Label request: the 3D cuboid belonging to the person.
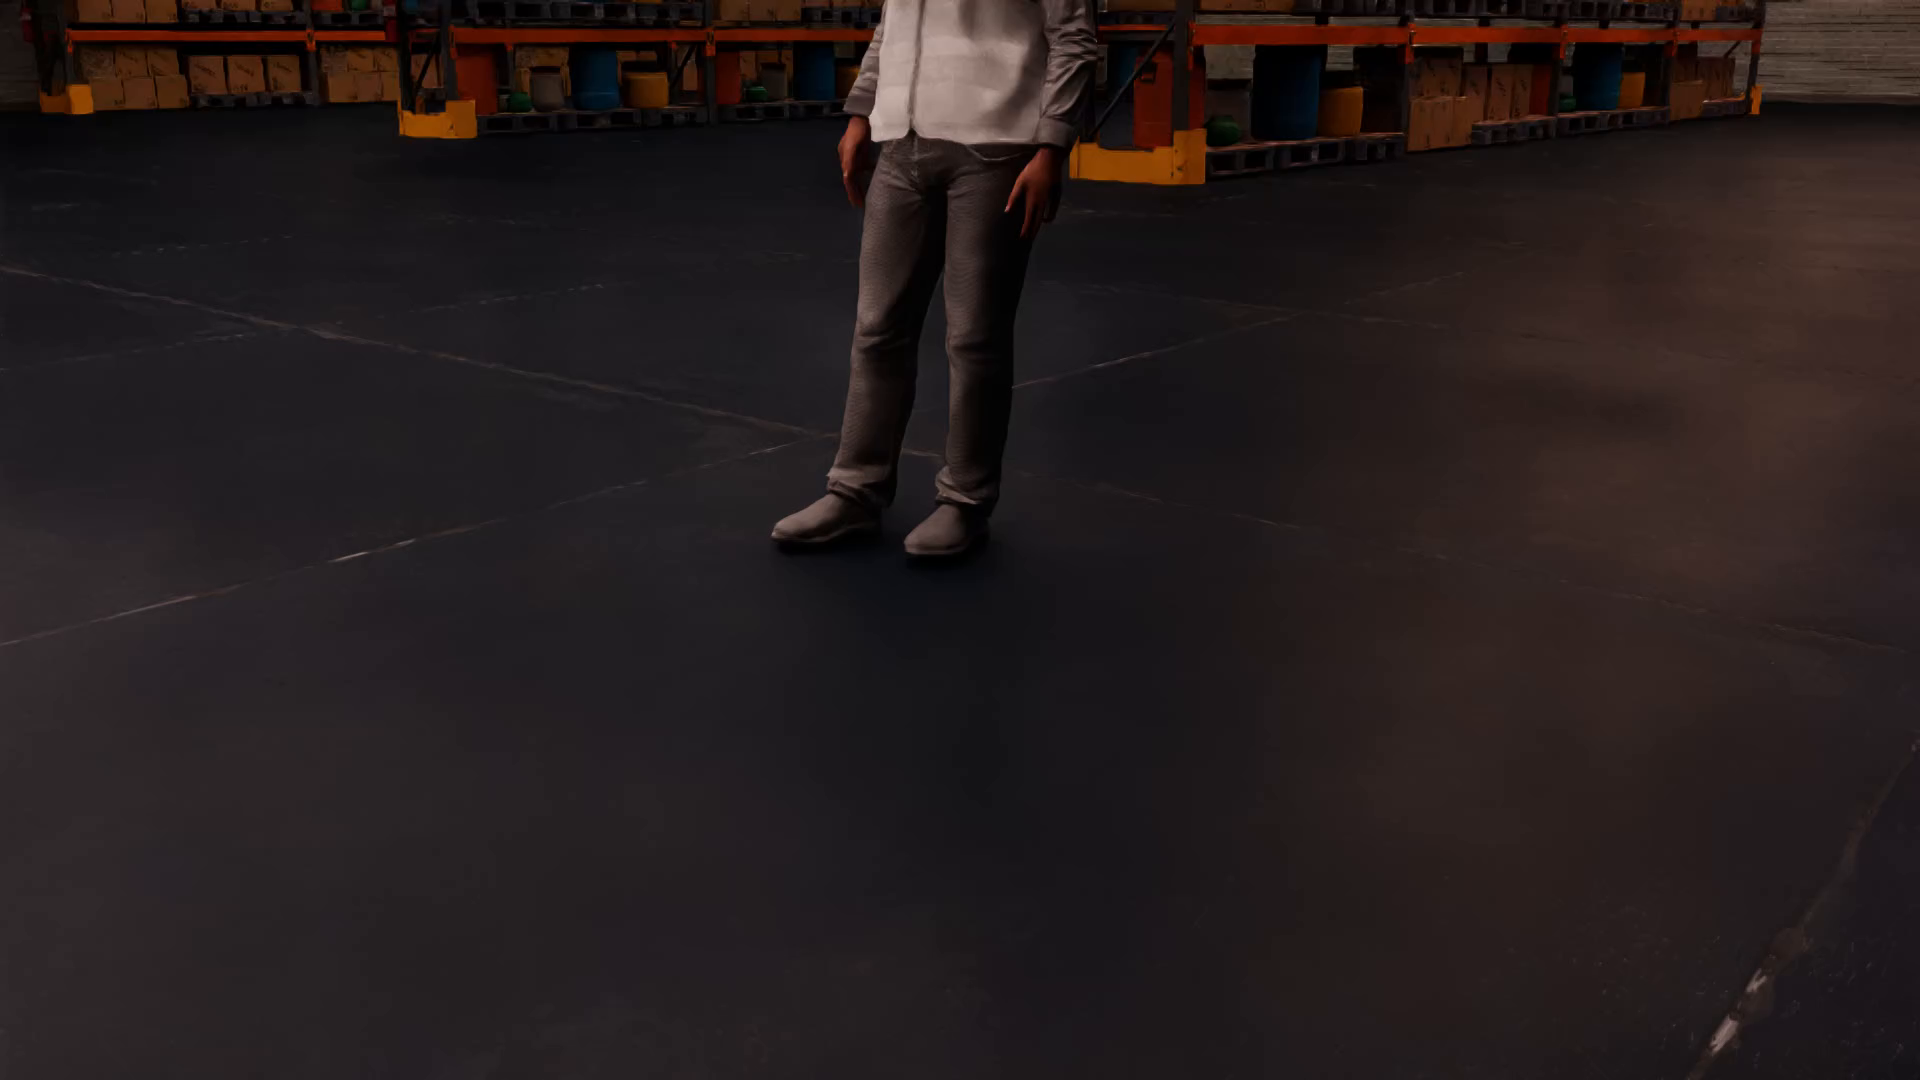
[{"bbox_3d":[-0.046,-0.843,3.641,0.632,1.773,0.567,13,21,37],"label":"person"}]
